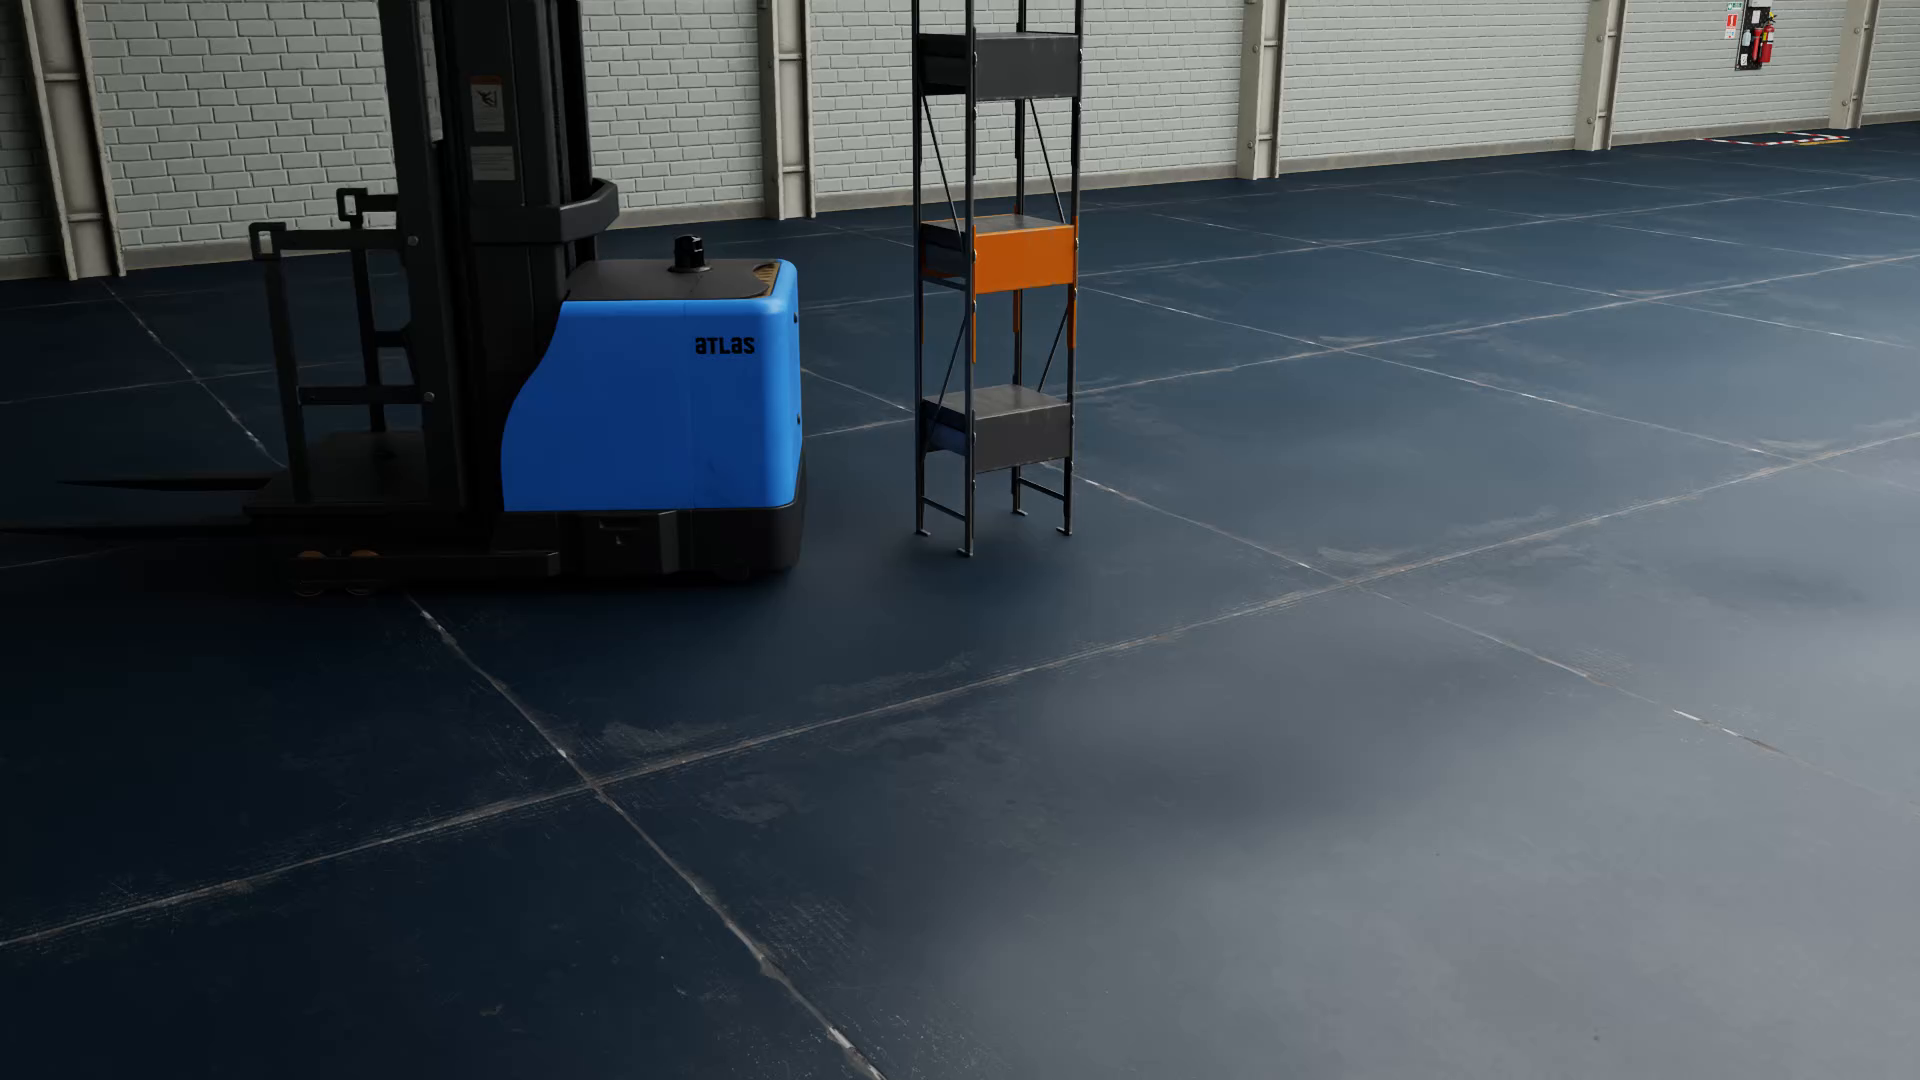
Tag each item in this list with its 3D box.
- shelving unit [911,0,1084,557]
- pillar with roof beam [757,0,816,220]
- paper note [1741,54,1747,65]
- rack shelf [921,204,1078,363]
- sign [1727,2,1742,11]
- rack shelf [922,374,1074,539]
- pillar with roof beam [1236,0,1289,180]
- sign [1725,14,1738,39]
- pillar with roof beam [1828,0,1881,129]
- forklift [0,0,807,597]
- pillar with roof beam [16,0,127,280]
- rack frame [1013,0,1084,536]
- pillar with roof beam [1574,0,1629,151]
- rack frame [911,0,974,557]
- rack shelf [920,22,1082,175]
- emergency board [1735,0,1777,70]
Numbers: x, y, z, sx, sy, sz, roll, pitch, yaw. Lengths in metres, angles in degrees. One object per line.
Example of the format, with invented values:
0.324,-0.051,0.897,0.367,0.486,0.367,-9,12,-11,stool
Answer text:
0.138,-1.024,6.495,0.503,2.100,0.431,-12,22,-31,shelving unit
0.747,-6.199,11.031,0.400,9.000,9.100,-12,22,-31,pillar with roof beam
11.142,-6.824,23.622,0.142,0.148,0.016,-12,22,-31,paper note
0.138,-1.011,6.499,0.480,0.518,0.431,-12,22,-31,rack shelf
10.818,-7.451,23.217,0.331,0.109,0.001,-12,22,-31,sign
0.138,-0.348,6.723,0.480,0.518,0.431,-12,22,-31,rack shelf
5.758,-7.256,14.157,0.400,9.000,9.100,-12,22,-31,pillar with roof beam
10.809,-7.201,23.306,0.234,0.329,0.001,-12,22,-31,sign
15.780,-9.370,20.409,0.400,9.000,9.100,-12,22,-31,pillar with roof beam
-2.144,-1.353,6.171,3.031,2.935,1.130,-1,19,-3,forklift
-4.264,-5.142,7.905,0.400,9.000,9.100,-12,22,-31,pillar with roof beam
0.342,-1.067,6.622,0.015,2.100,0.400,-12,22,-31,rack frame
10.769,-8.313,17.283,0.400,9.000,9.100,-12,22,-31,pillar with roof beam
-0.066,-0.981,6.368,0.015,2.100,0.400,-12,22,-31,rack frame
0.138,-1.674,6.275,0.480,0.518,0.431,-12,22,-31,rack shelf
11.328,-7.254,23.518,0.643,1.169,0.194,-12,22,-31,emergency board
